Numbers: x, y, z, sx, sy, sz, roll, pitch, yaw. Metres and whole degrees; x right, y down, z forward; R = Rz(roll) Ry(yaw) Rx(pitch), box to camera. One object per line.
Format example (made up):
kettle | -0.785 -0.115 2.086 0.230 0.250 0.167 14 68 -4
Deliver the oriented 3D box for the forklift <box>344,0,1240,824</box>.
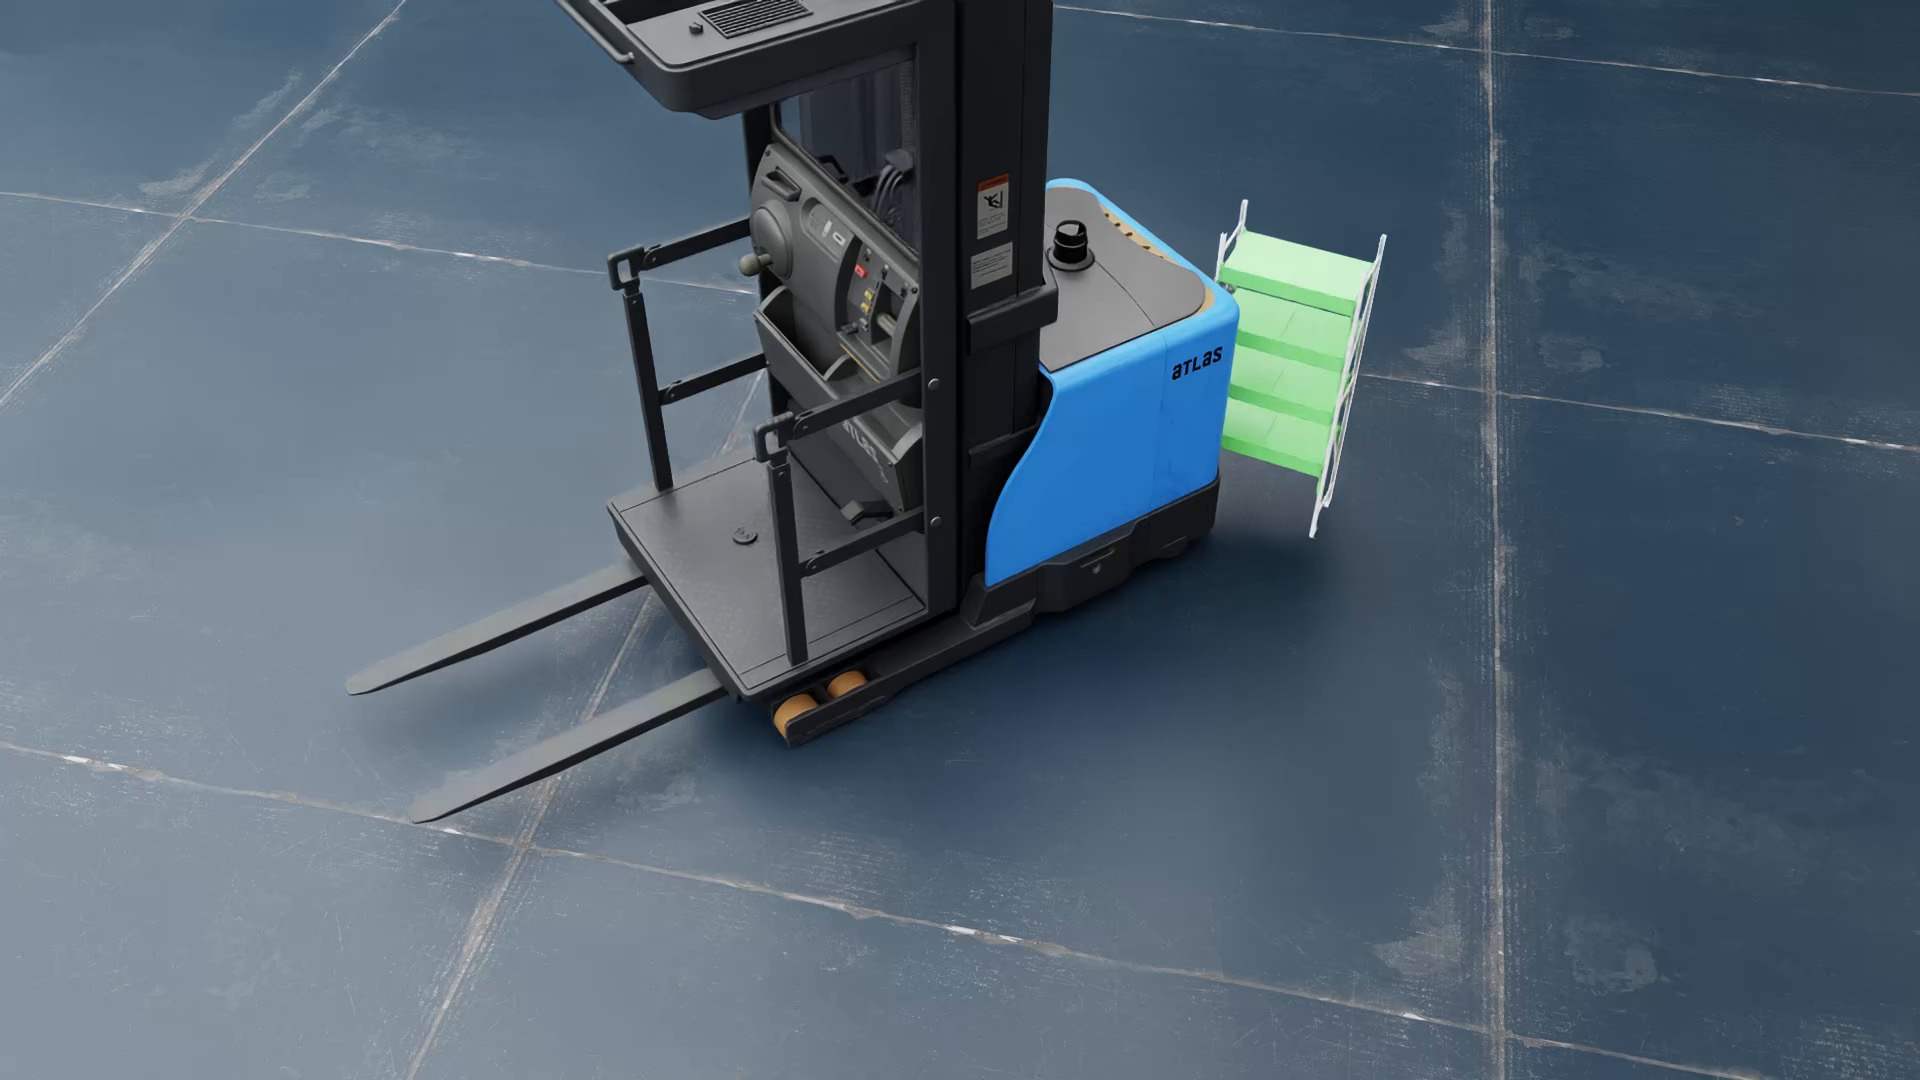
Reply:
forklift | -0.565 -0.799 4.967 3.031 2.935 1.130 -24 49 -23

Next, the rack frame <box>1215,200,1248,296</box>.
rack frame | 0.935 -0.666 6.076 0.015 1.200 0.240 19 47 18

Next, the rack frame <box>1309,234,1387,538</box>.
rack frame | 1.374 -0.518 5.923 0.015 1.200 0.240 19 47 18

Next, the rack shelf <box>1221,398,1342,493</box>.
rack shelf | 1.154 -0.373 6.210 0.480 0.148 0.258 19 47 18

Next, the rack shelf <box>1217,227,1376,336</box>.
rack shelf | 1.154 -0.892 5.711 0.480 0.148 0.258 19 47 18

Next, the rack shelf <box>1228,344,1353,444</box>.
rack shelf | 1.154 -0.546 6.044 0.480 0.148 0.258 19 47 18

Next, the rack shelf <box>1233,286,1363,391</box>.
rack shelf | 1.154 -0.719 5.877 0.480 0.148 0.258 19 47 18

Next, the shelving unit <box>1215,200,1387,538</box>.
shelving unit | 1.154 -0.592 6.000 0.503 1.200 0.258 19 47 18
